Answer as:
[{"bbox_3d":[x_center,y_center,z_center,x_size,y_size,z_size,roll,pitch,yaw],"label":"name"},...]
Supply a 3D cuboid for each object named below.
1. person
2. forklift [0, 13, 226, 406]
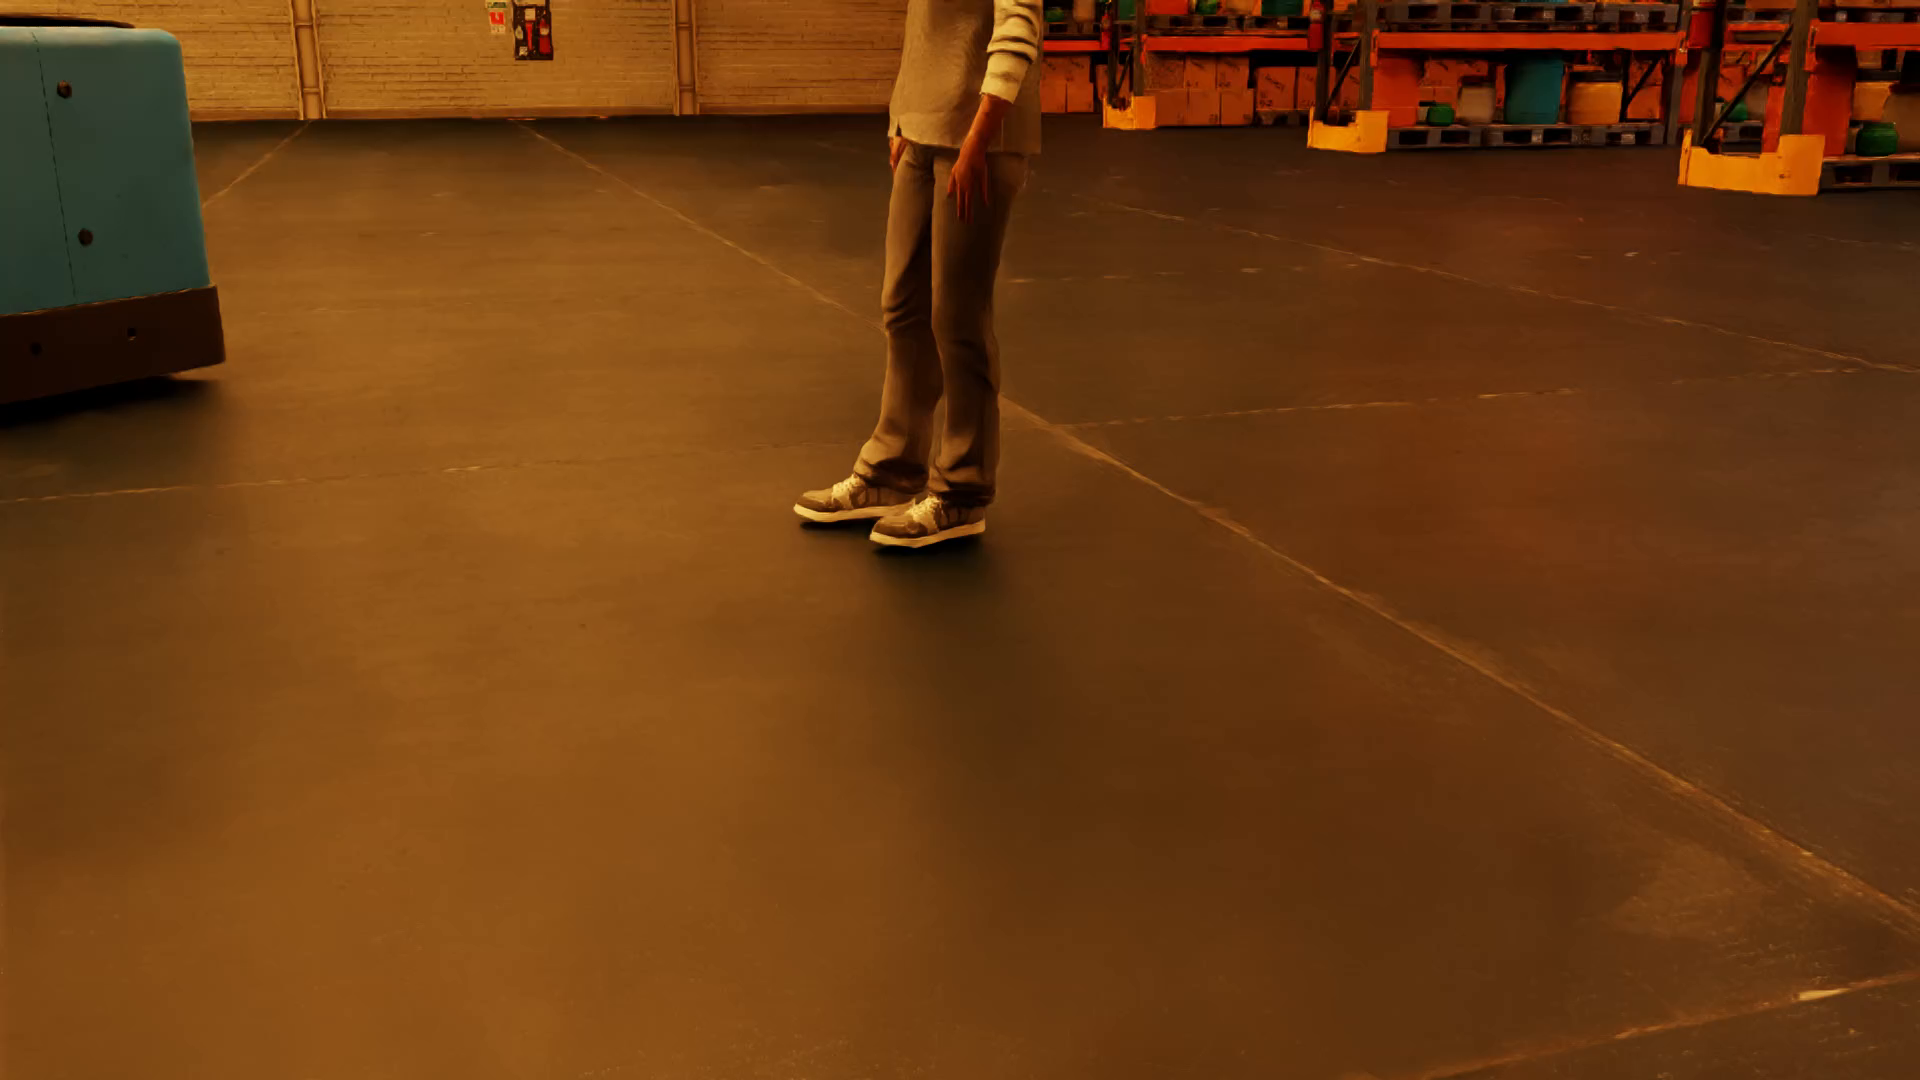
[{"bbox_3d":[-0.075,-0.771,3.331,0.474,1.597,0.521,-5,17,-17],"label":"person"},{"bbox_3d":[-3.862,-1.972,5.091,3.031,2.935,1.130,8,18,26],"label":"forklift"}]
